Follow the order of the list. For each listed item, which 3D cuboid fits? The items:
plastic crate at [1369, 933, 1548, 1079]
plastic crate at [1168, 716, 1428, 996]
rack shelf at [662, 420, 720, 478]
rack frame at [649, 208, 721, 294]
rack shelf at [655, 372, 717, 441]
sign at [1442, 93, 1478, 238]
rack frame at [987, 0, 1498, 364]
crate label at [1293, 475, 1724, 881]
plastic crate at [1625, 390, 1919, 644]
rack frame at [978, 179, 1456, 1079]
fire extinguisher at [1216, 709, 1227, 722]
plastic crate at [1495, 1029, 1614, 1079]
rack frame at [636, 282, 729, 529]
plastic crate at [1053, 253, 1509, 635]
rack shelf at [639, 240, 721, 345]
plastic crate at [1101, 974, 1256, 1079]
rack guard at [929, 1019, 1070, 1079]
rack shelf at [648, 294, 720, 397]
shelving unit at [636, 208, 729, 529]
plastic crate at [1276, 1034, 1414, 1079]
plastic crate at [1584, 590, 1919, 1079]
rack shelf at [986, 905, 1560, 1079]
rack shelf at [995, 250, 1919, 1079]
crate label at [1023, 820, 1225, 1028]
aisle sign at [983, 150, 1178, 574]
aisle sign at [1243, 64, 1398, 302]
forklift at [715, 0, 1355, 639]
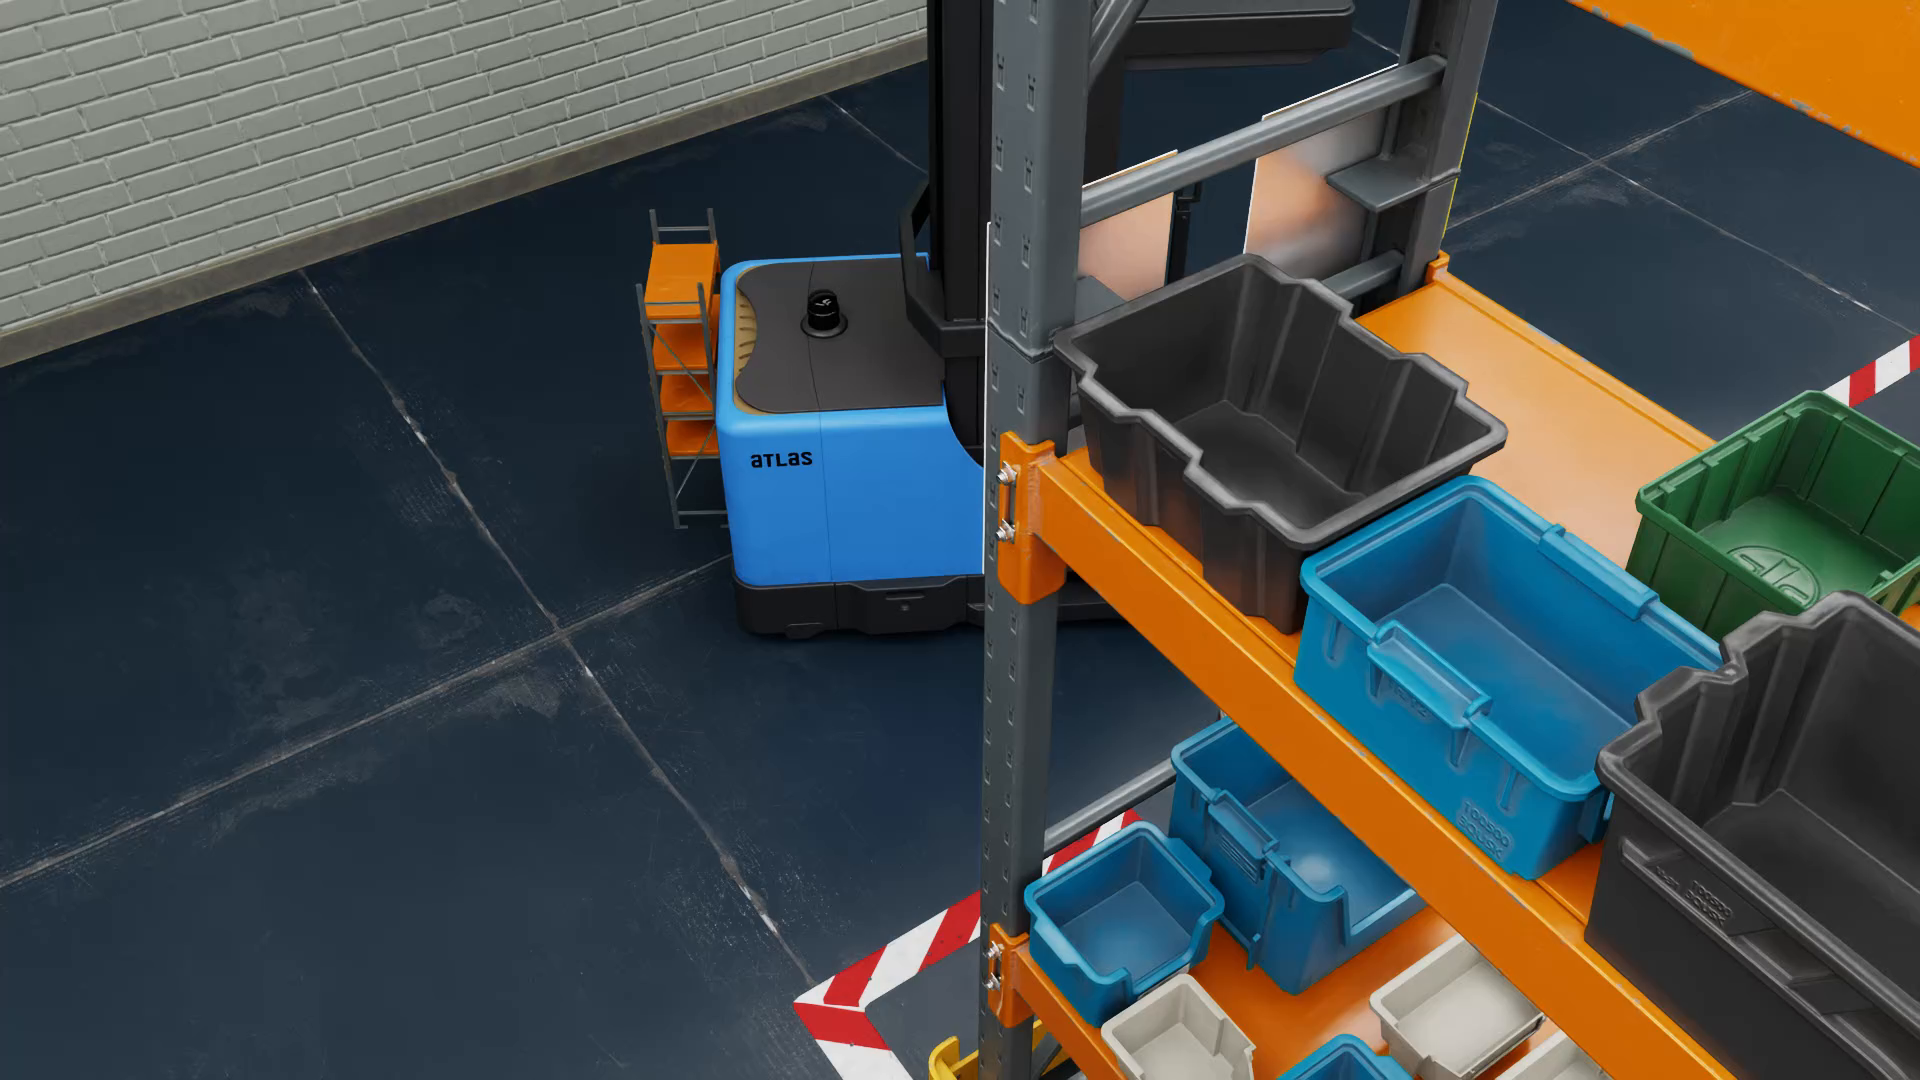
[{"bbox_3d":[1.106,1.030,3.647,0.396,0.136,0.243,-26,49,-24],"label":"plastic crate"},{"bbox_3d":[0.836,0.647,3.831,0.616,0.435,0.499,-26,49,-24],"label":"plastic crate"},{"bbox_3d":[-1.053,-0.461,6.749,0.258,0.148,0.480,-1,44,-1],"label":"rack shelf"},{"bbox_3d":[-1.061,-0.822,6.742,0.240,1.200,0.015,-1,44,-1],"label":"rack frame"},{"bbox_3d":[-1.053,-0.605,6.612,0.258,0.148,0.480,-1,44,-1],"label":"rack shelf"},{"bbox_3d":[0.933,-0.708,3.223,0.100,0.325,0.005,-26,49,-24],"label":"sign"},{"bbox_3d":[0.491,-1.604,1.914,1.000,3.000,0.127,-26,49,-24],"label":"rack frame"},{"bbox_3d":[0.754,0.185,2.320,0.408,0.251,0.502,-26,49,-24],"label":"crate label"},{"bbox_3d":[1.289,0.003,2.555,0.450,0.188,0.336,-26,49,-24],"label":"plastic crate"},{"bbox_3d":[0.491,0.566,3.985,1.000,3.000,0.127,-26,49,-24],"label":"rack frame"},{"bbox_3d":[0.777,0.464,4.418,0.296,0.674,0.183,-26,49,-24],"label":"fire extinguisher"},{"bbox_3d":[1.260,1.200,3.469,0.396,0.136,0.243,-26,49,-24],"label":"plastic crate"},{"bbox_3d":[-1.045,-0.485,6.389,0.240,1.200,0.015,-1,44,-1],"label":"rack frame"},{"bbox_3d":[0.482,-0.144,2.651,0.497,0.269,0.590,-26,49,-24],"label":"plastic crate"},{"bbox_3d":[-1.053,-0.938,6.294,0.258,0.148,0.480,-1,44,-1],"label":"rack shelf"},{"bbox_3d":[0.478,1.124,3.548,0.250,0.136,0.298,-26,49,-24],"label":"plastic crate"},{"bbox_3d":[0.466,1.461,4.857,1.175,0.500,0.348,-26,49,-24],"label":"rack guard"},{"bbox_3d":[-1.053,-0.767,6.458,0.258,0.148,0.480,-1,44,-1],"label":"rack shelf"},{"bbox_3d":[-1.053,-0.654,6.566,0.258,1.200,0.503,-1,44,-1],"label":"shelving unit"},{"bbox_3d":[0.739,1.247,3.349,0.416,0.233,0.300,-26,49,-24],"label":"plastic crate"},{"bbox_3d":[1.139,0.477,1.951,0.504,0.338,0.767,-26,49,-24],"label":"plastic crate"},{"bbox_3d":[1.635,1.959,3.047,1.077,0.370,4.000,-26,49,-24],"label":"rack shelf"},{"bbox_3d":[1.635,0.874,2.011,1.077,0.370,4.000,-26,49,-24],"label":"rack shelf"},{"bbox_3d":[0.362,0.875,3.739,0.416,0.233,0.303,-26,49,-24],"label":"crate label"},{"bbox_3d":[0.206,-0.298,3.007,0.394,0.787,0.004,-26,49,-24],"label":"aisle sign"},{"bbox_3d":[0.690,-0.531,3.251,0.394,0.787,0.004,-26,49,-24],"label":"aisle sign"},{"bbox_3d":[0.626,-1.096,5.775,3.031,2.935,1.130,-3,44,-3],"label":"forklift"}]
